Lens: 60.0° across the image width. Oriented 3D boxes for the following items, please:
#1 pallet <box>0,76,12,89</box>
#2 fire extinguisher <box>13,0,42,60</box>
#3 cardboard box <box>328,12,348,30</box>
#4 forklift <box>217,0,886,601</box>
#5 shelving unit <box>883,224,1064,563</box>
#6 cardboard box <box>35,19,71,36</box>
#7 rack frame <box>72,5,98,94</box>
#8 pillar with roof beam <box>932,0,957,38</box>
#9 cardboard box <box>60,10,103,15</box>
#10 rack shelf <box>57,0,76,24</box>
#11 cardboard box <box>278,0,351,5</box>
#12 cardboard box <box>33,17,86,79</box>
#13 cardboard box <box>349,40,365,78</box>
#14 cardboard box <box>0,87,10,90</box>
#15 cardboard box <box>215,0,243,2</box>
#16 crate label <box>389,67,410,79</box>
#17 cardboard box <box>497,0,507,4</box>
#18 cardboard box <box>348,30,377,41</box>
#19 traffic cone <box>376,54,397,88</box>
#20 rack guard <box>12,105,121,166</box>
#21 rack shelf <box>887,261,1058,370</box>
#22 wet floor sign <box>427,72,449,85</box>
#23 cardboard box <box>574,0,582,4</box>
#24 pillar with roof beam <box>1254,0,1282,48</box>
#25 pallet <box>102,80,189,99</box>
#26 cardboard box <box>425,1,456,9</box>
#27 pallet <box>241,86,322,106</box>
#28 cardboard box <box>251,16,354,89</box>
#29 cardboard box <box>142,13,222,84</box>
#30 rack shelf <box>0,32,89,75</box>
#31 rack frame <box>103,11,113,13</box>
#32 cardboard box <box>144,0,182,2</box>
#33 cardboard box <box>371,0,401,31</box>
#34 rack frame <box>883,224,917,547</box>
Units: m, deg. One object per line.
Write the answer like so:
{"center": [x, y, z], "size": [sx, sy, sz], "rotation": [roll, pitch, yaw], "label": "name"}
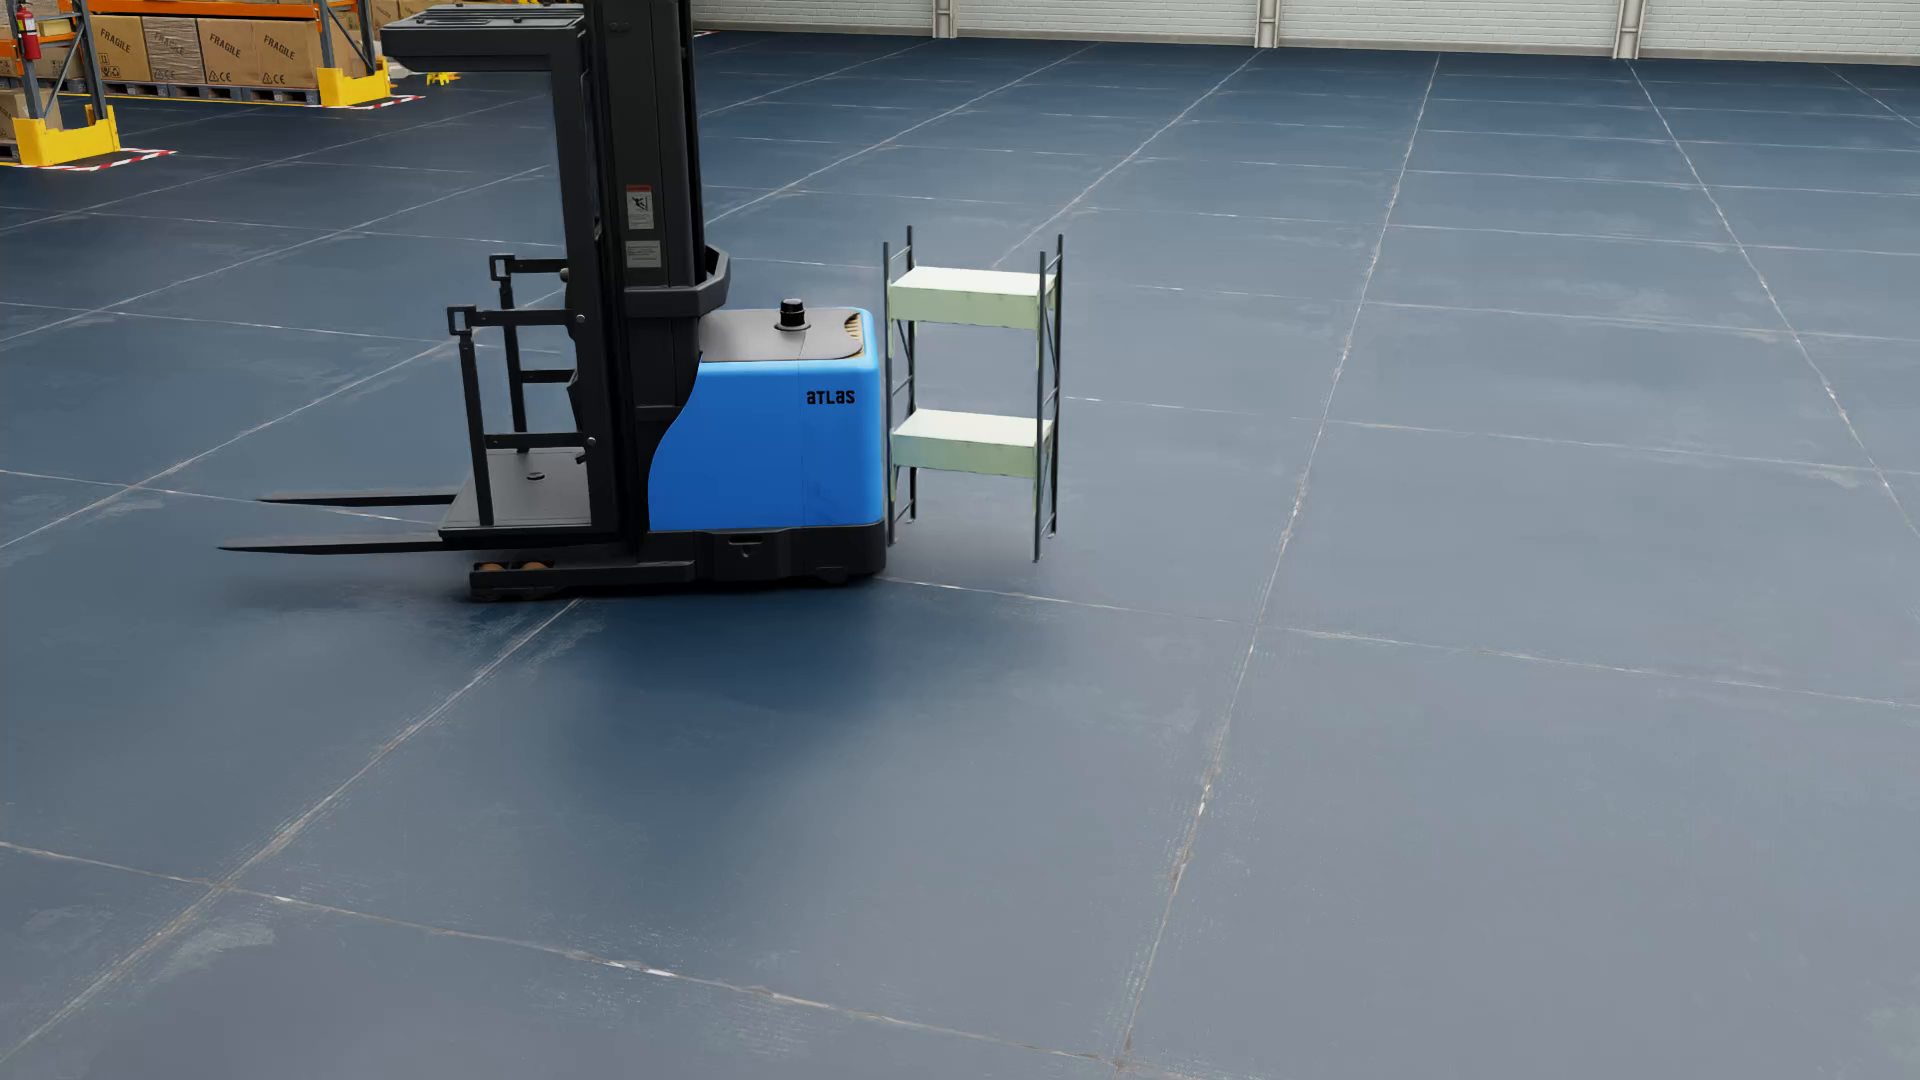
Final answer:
{"center": [-14.145, -6.815, 24.546], "size": [1.213, 0.211, 1.003], "rotation": [7, 23, 16], "label": "pallet"}
{"center": [-9.936, -5.470, 17.693], "size": [0.183, 0.674, 0.296], "rotation": [7, 23, 16], "label": "fire extinguisher"}
{"center": [-10.393, -8.831, 27.867], "size": [0.500, 0.500, 0.500], "rotation": [8, 24, 18], "label": "cardboard box"}
{"center": [-1.889, -1.288, 7.488], "size": [3.031, 2.935, 1.130], "rotation": [-2, 22, -4], "label": "forklift"}
{"center": [0.066, -0.698, 7.934], "size": [0.755, 1.500, 0.431], "rotation": [6, 23, 14], "label": "shelving unit"}
{"center": [-10.116, -5.687, 18.452], "size": [0.250, 0.149, 0.380], "rotation": [7, 23, 16], "label": "cardboard box"}
{"center": [-12.213, -7.915, 23.553], "size": [0.127, 3.000, 1.000], "rotation": [7, 23, 16], "label": "rack frame"}
{"center": [-1.525, -12.048, 25.722], "size": [0.400, 9.000, 9.100], "rotation": [7, 23, 16], "label": "pillar with roof beam"}
{"center": [-15.346, -9.480, 29.615], "size": [0.875, 0.875, 0.875], "rotation": [6, 23, 15], "label": "cardboard box"}
{"center": [-14.127, -7.802, 24.224], "size": [4.000, 0.370, 1.077], "rotation": [7, 23, 16], "label": "rack shelf"}
{"center": [-8.751, -7.570, 22.514], "size": [0.550, 0.550, 0.875], "rotation": [7, 23, 16], "label": "cardboard box"}
{"center": [-12.833, -7.104, 23.986], "size": [0.750, 0.750, 1.050], "rotation": [6, 23, 15], "label": "cardboard box"}
{"center": [-9.463, -7.404, 25.596], "size": [0.637, 0.503, 0.797], "rotation": [-9, 24, -21], "label": "cardboard box"}
{"center": [-11.088, -4.851, 18.823], "size": [0.500, 0.500, 0.500], "rotation": [13, 26, 29], "label": "cardboard box"}
{"center": [-9.784, -7.730, 22.903], "size": [0.550, 0.550, 0.875], "rotation": [7, 23, 16], "label": "cardboard box"}
{"center": [-8.600, -7.163, 25.492], "size": [0.298, 0.136, 0.250], "rotation": [-5, 23, -12], "label": "crate label"}
{"center": [-7.765, -8.747, 27.661], "size": [0.500, 0.500, 0.500], "rotation": [6, 23, 14], "label": "cardboard box"}
{"center": [-9.878, -8.430, 27.877], "size": [0.500, 0.250, 0.500], "rotation": [8, 24, 19], "label": "cardboard box"}
{"center": [-8.481, -6.877, 24.365], "size": [0.334, 0.463, 0.336], "rotation": [7, 23, 16], "label": "traffic cone"}
{"center": [-9.985, -4.537, 18.612], "size": [0.348, 0.500, 1.175], "rotation": [7, 23, 16], "label": "rack guard"}
{"center": [0.066, -1.059, 7.786], "size": [0.720, 0.370, 0.431], "rotation": [6, 23, 14], "label": "rack shelf"}
{"center": [-7.783, -7.104, 24.677], "size": [0.232, 0.644, 0.267], "rotation": [3, 22, 6], "label": "wet floor sign"}
{"center": [-7.153, -10.291, 31.756], "size": [0.500, 0.250, 0.500], "rotation": [6, 23, 14], "label": "cardboard box"}
{"center": [4.219, -11.390, 24.119], "size": [0.400, 9.000, 9.100], "rotation": [7, 23, 16], "label": "pillar with roof beam"}
{"center": [-11.507, -6.513, 23.809], "size": [1.213, 0.211, 1.003], "rotation": [7, 23, 15], "label": "pallet"}
{"center": [-8.393, -8.604, 27.315], "size": [0.500, 0.500, 0.500], "rotation": [7, 23, 17], "label": "cardboard box"}
{"center": [-9.171, -6.246, 23.157], "size": [1.213, 0.211, 1.003], "rotation": [7, 23, 15], "label": "pallet"}
{"center": [-9.051, -6.738, 22.930], "size": [0.875, 0.875, 0.875], "rotation": [7, 23, 16], "label": "cardboard box"}
{"center": [-10.767, -6.935, 23.409], "size": [0.875, 0.875, 0.875], "rotation": [7, 23, 16], "label": "cardboard box"}
{"center": [-11.827, -5.572, 18.788], "size": [4.000, 0.370, 1.077], "rotation": [7, 23, 16], "label": "rack shelf"}
{"center": [-14.709, -10.163, 29.033], "size": [0.127, 3.000, 1.000], "rotation": [7, 23, 16], "label": "rack frame"}
{"center": [-10.840, -7.794, 23.061], "size": [0.550, 0.550, 0.875], "rotation": [7, 23, 16], "label": "cardboard box"}
{"center": [-9.381, -8.719, 27.595], "size": [0.500, 0.500, 0.500], "rotation": [8, 24, 18], "label": "cardboard box"}
{"center": [-0.286, -0.735, 8.026], "size": [0.023, 1.500, 0.400], "rotation": [6, 23, 14], "label": "rack frame"}
